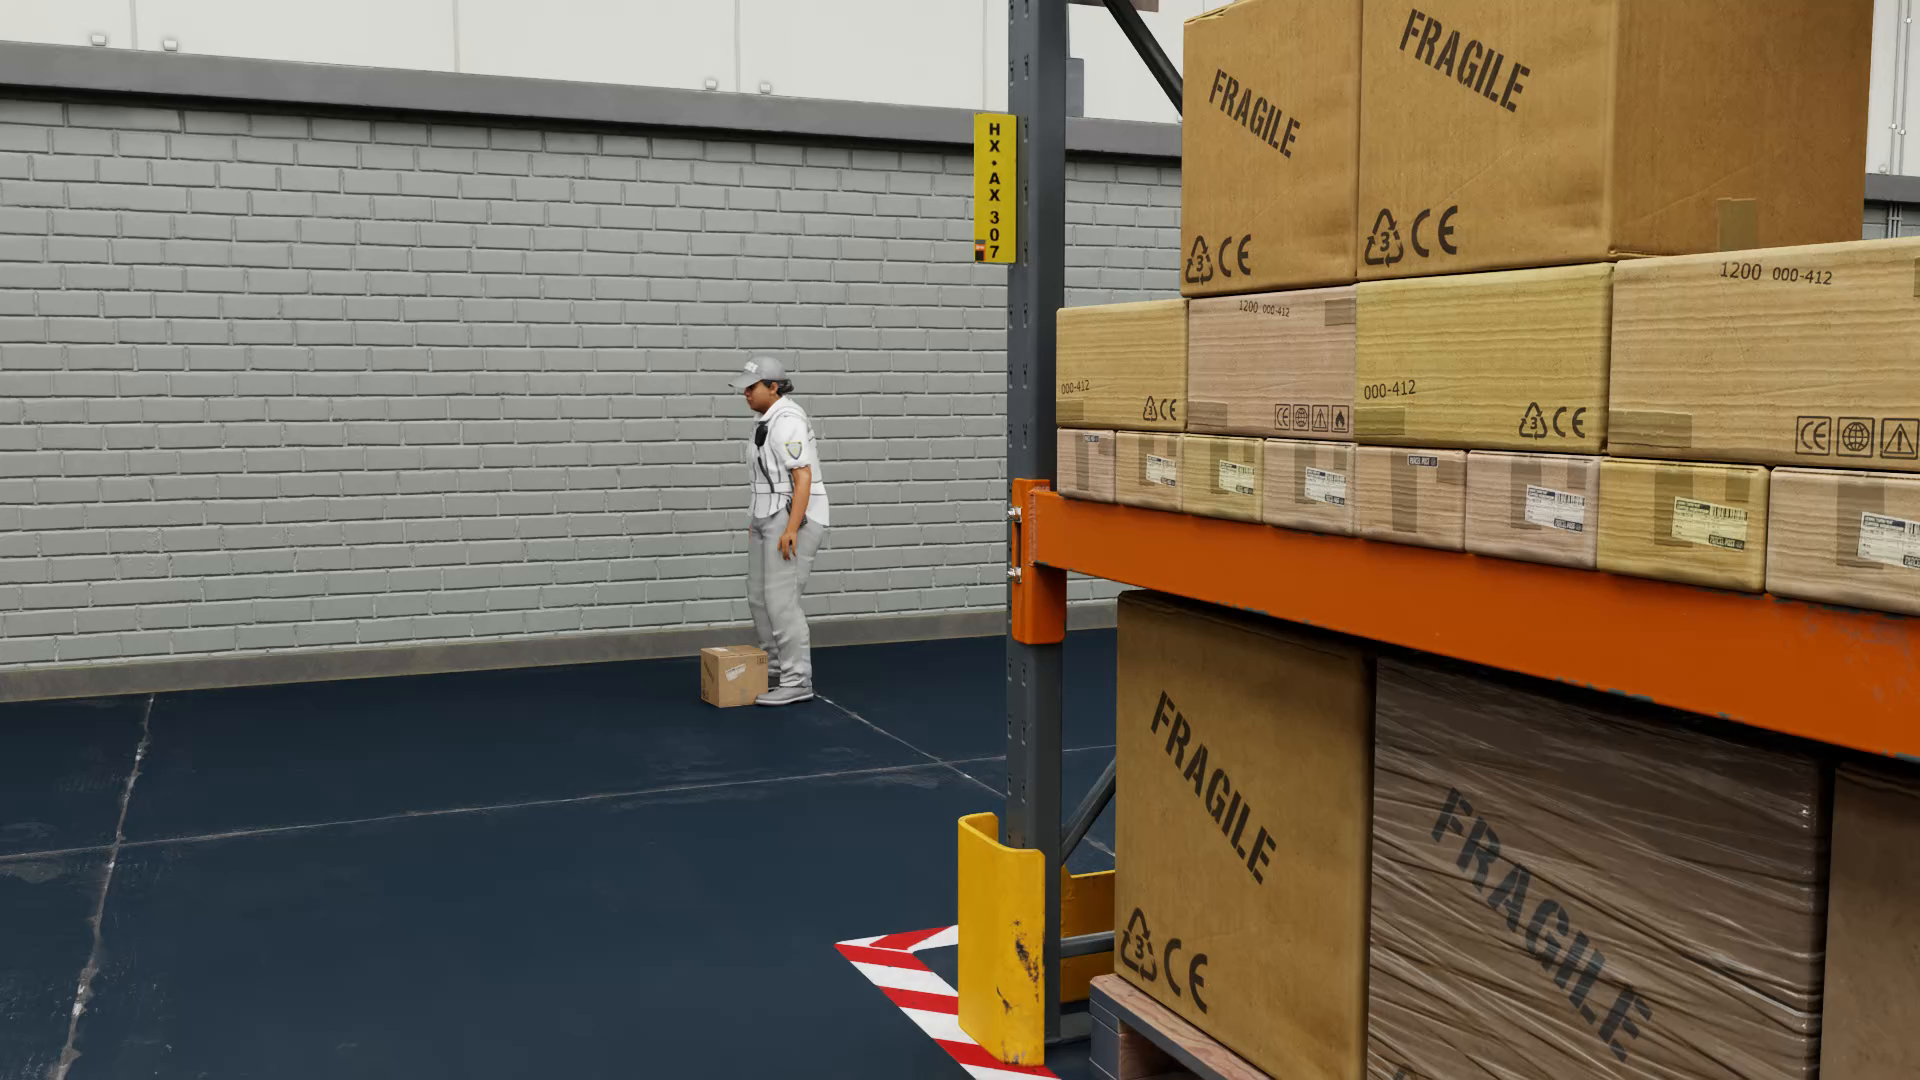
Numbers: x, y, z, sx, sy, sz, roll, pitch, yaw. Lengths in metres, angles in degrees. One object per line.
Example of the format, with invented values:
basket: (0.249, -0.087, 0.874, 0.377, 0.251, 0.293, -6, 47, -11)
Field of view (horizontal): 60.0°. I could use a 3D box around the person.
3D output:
person: (-0.895, -0.056, 8.056, 0.472, 1.666, 0.551, -3, 6, -25)
